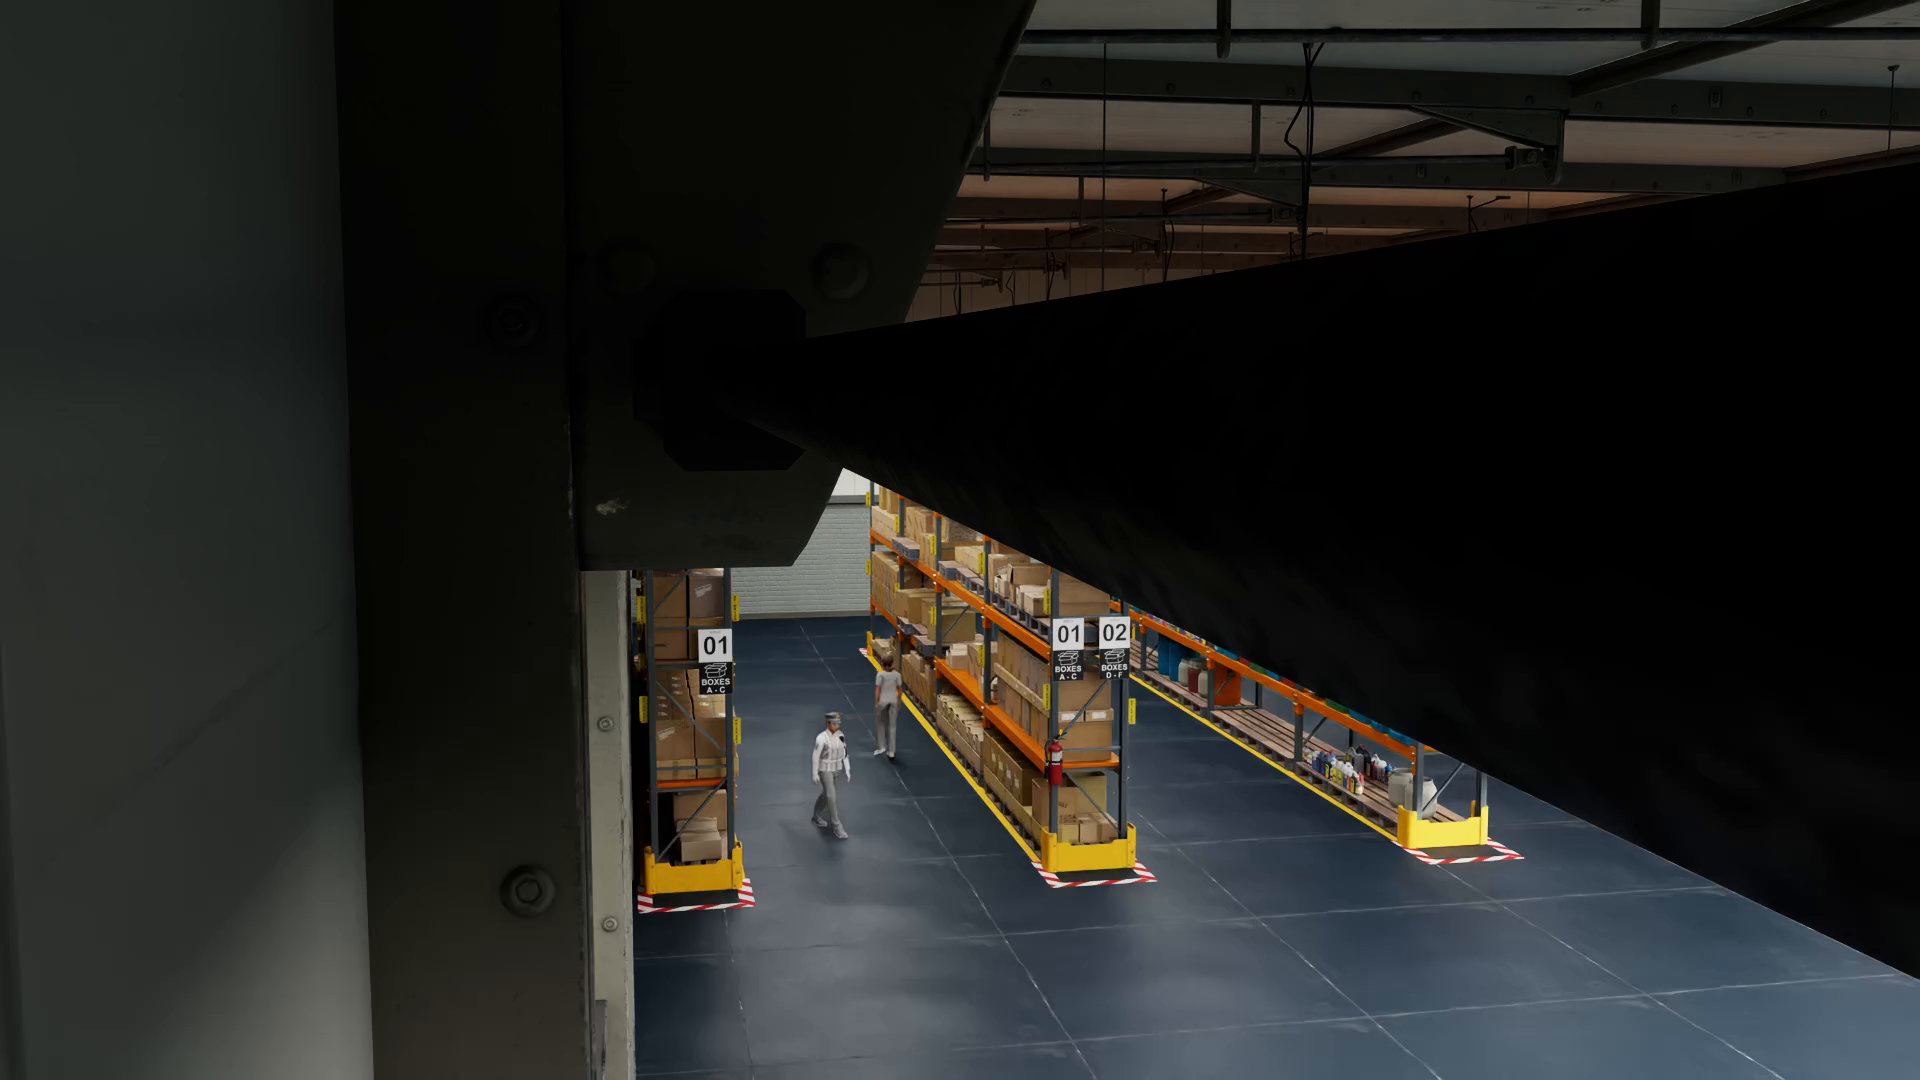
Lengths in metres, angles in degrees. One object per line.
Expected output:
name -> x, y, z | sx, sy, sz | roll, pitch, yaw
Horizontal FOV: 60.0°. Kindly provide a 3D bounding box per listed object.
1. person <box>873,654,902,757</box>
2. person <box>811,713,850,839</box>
person -> -1.160, 2.708, 27.049 | 0.471, 1.705, 0.599 | -2, 6, -15
person -> -1.730, 3.144, 22.573 | 0.905, 1.623, 0.514 | 5, 8, 38
